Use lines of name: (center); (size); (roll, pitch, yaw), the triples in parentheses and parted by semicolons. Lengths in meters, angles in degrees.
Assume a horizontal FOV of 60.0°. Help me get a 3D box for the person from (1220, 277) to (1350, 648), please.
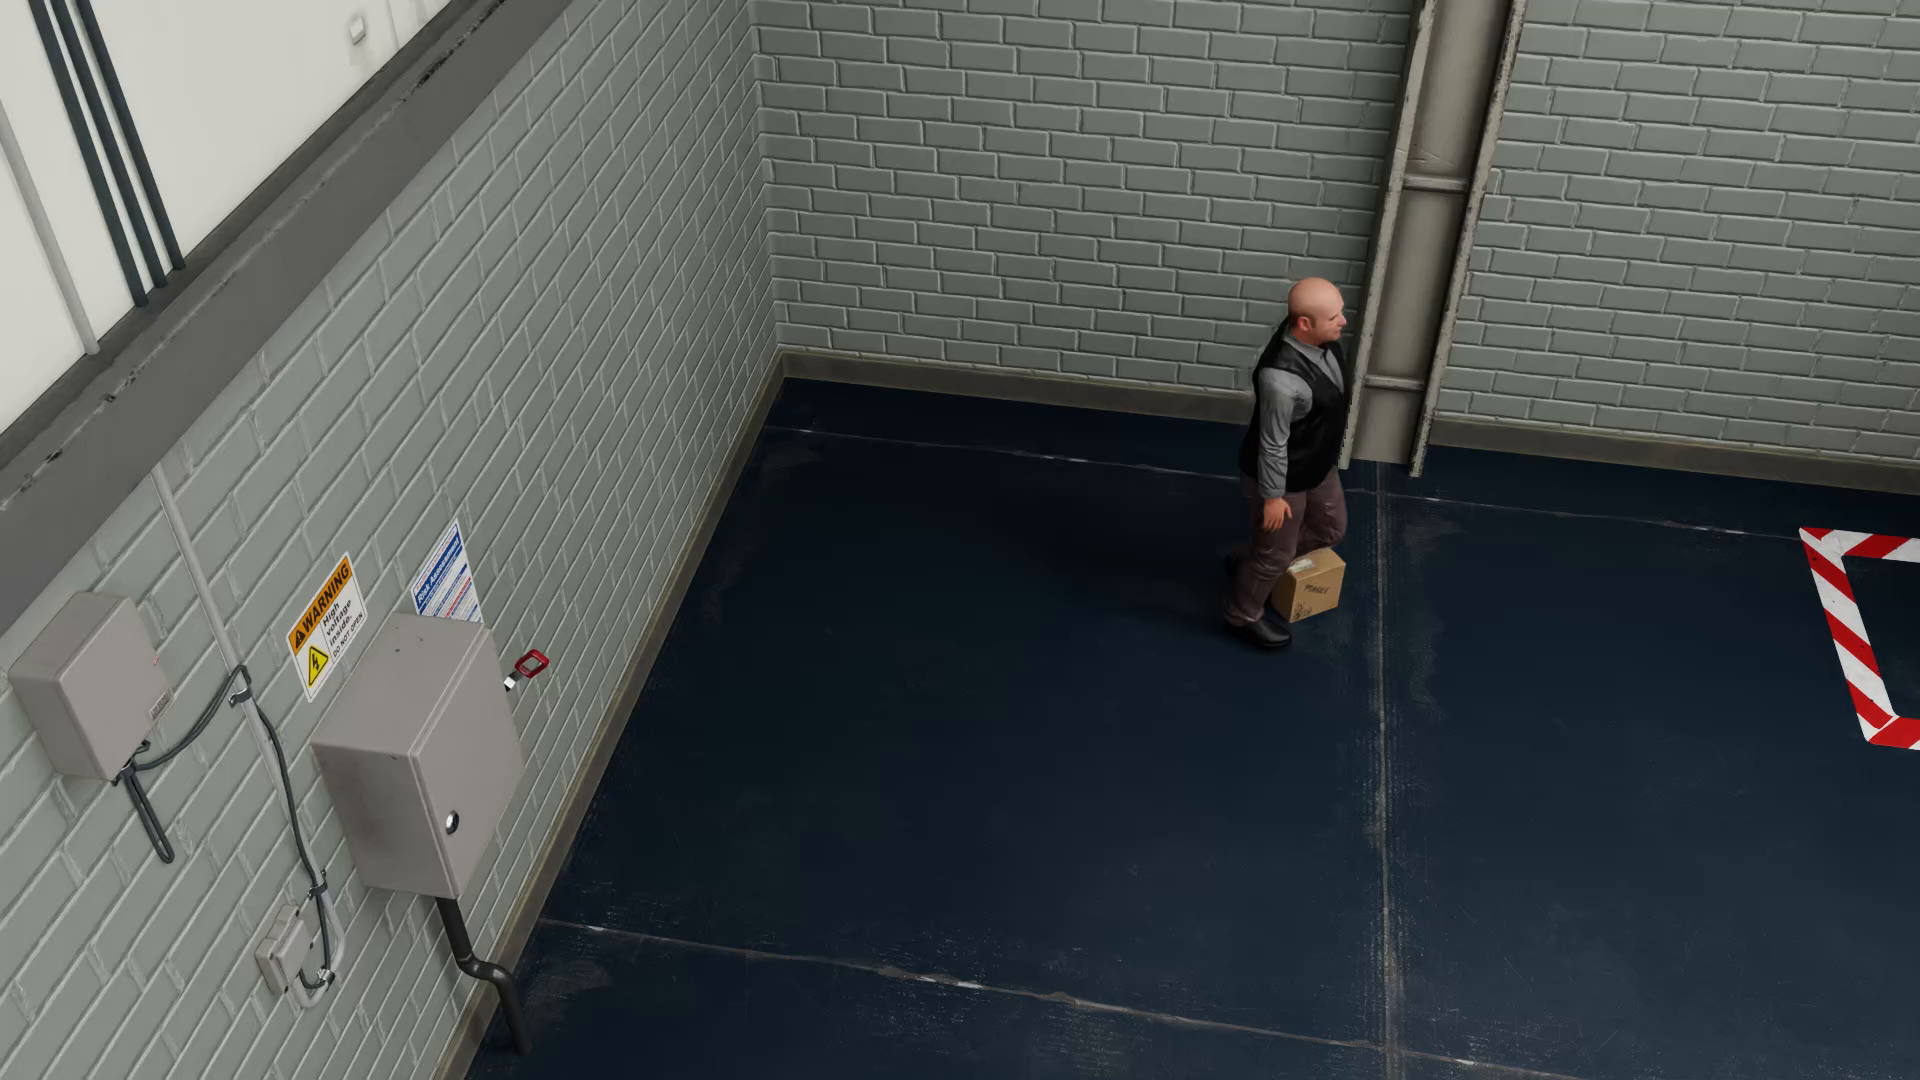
person: (1.281, -0.286, 6.473); (0.469, 1.711, 0.560); (19, 44, 21)
